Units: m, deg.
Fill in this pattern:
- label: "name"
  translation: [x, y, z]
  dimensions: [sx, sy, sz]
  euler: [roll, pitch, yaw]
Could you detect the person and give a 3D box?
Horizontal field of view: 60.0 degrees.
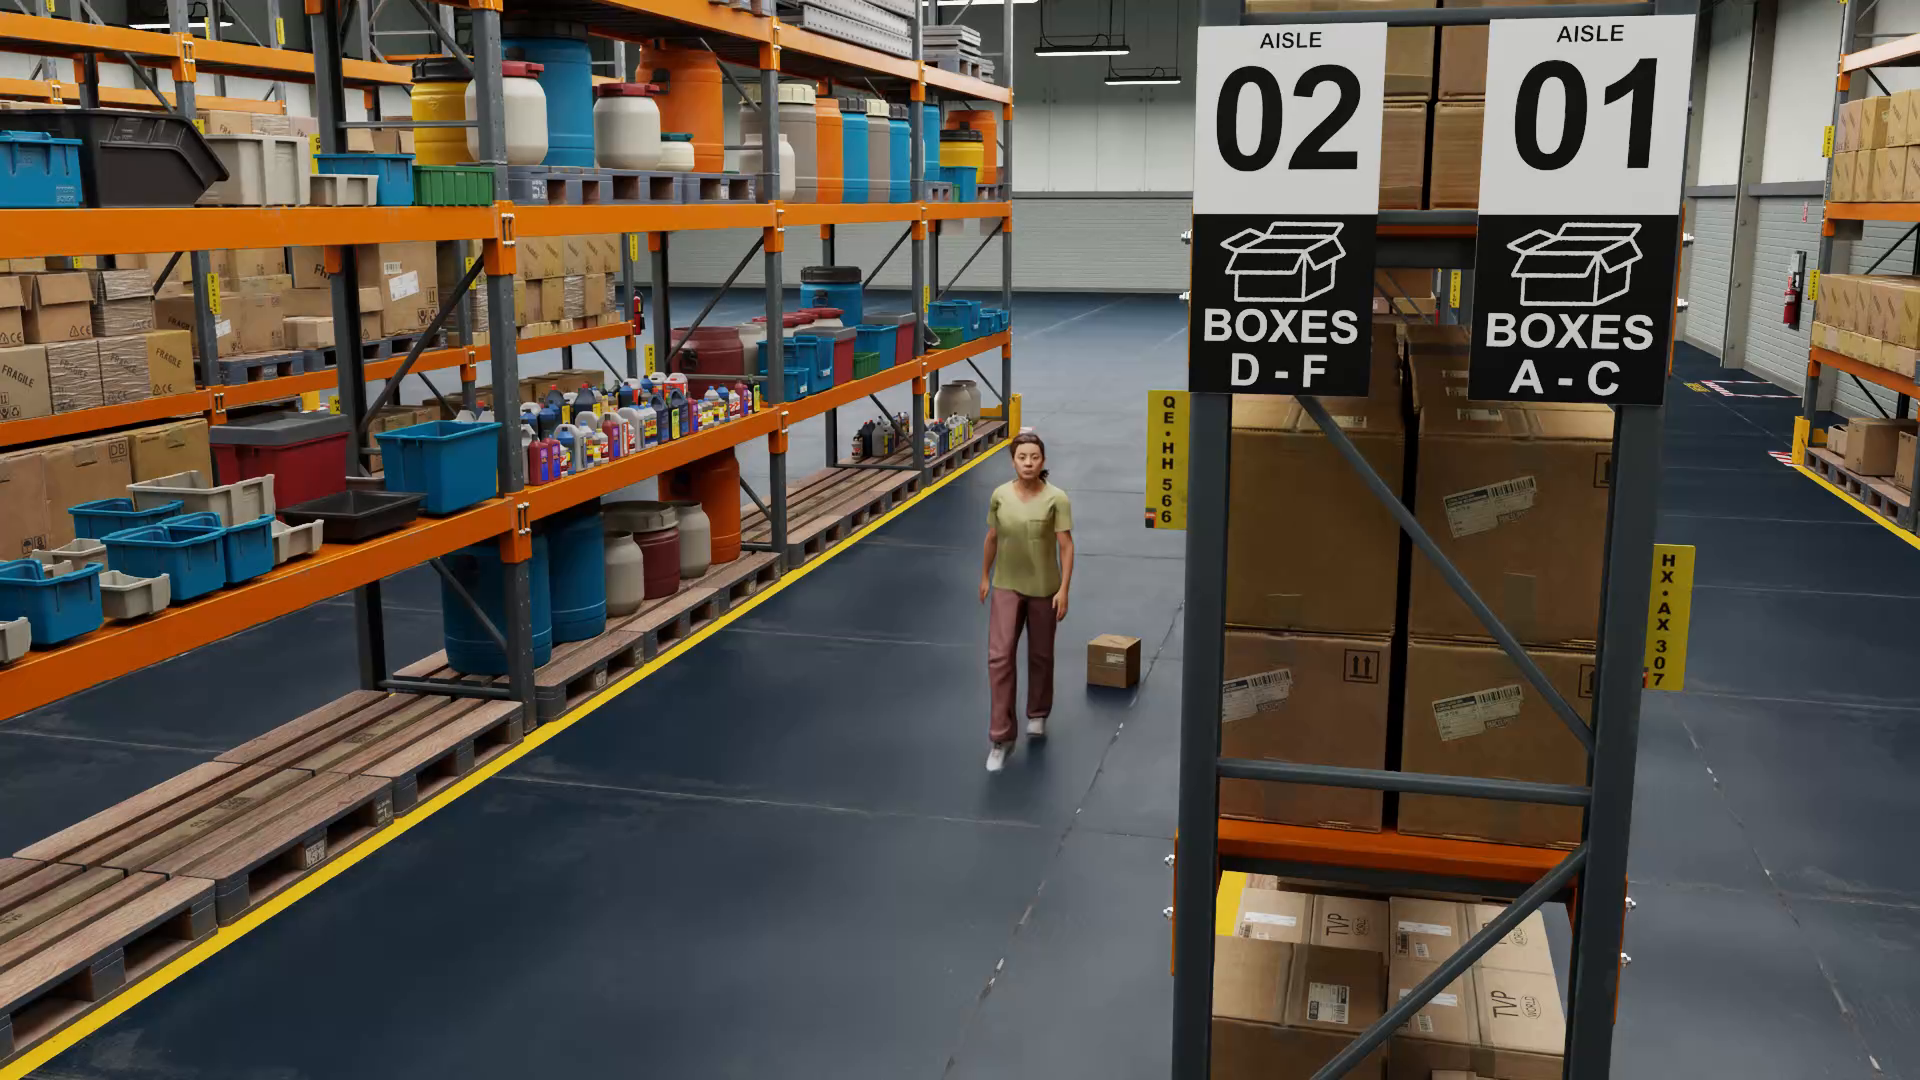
- label: "person"
  translation: [0.321, 0.290, 8.557]
  dimensions: [0.525, 1.677, 0.825]
  euler: [2, 12, 10]
